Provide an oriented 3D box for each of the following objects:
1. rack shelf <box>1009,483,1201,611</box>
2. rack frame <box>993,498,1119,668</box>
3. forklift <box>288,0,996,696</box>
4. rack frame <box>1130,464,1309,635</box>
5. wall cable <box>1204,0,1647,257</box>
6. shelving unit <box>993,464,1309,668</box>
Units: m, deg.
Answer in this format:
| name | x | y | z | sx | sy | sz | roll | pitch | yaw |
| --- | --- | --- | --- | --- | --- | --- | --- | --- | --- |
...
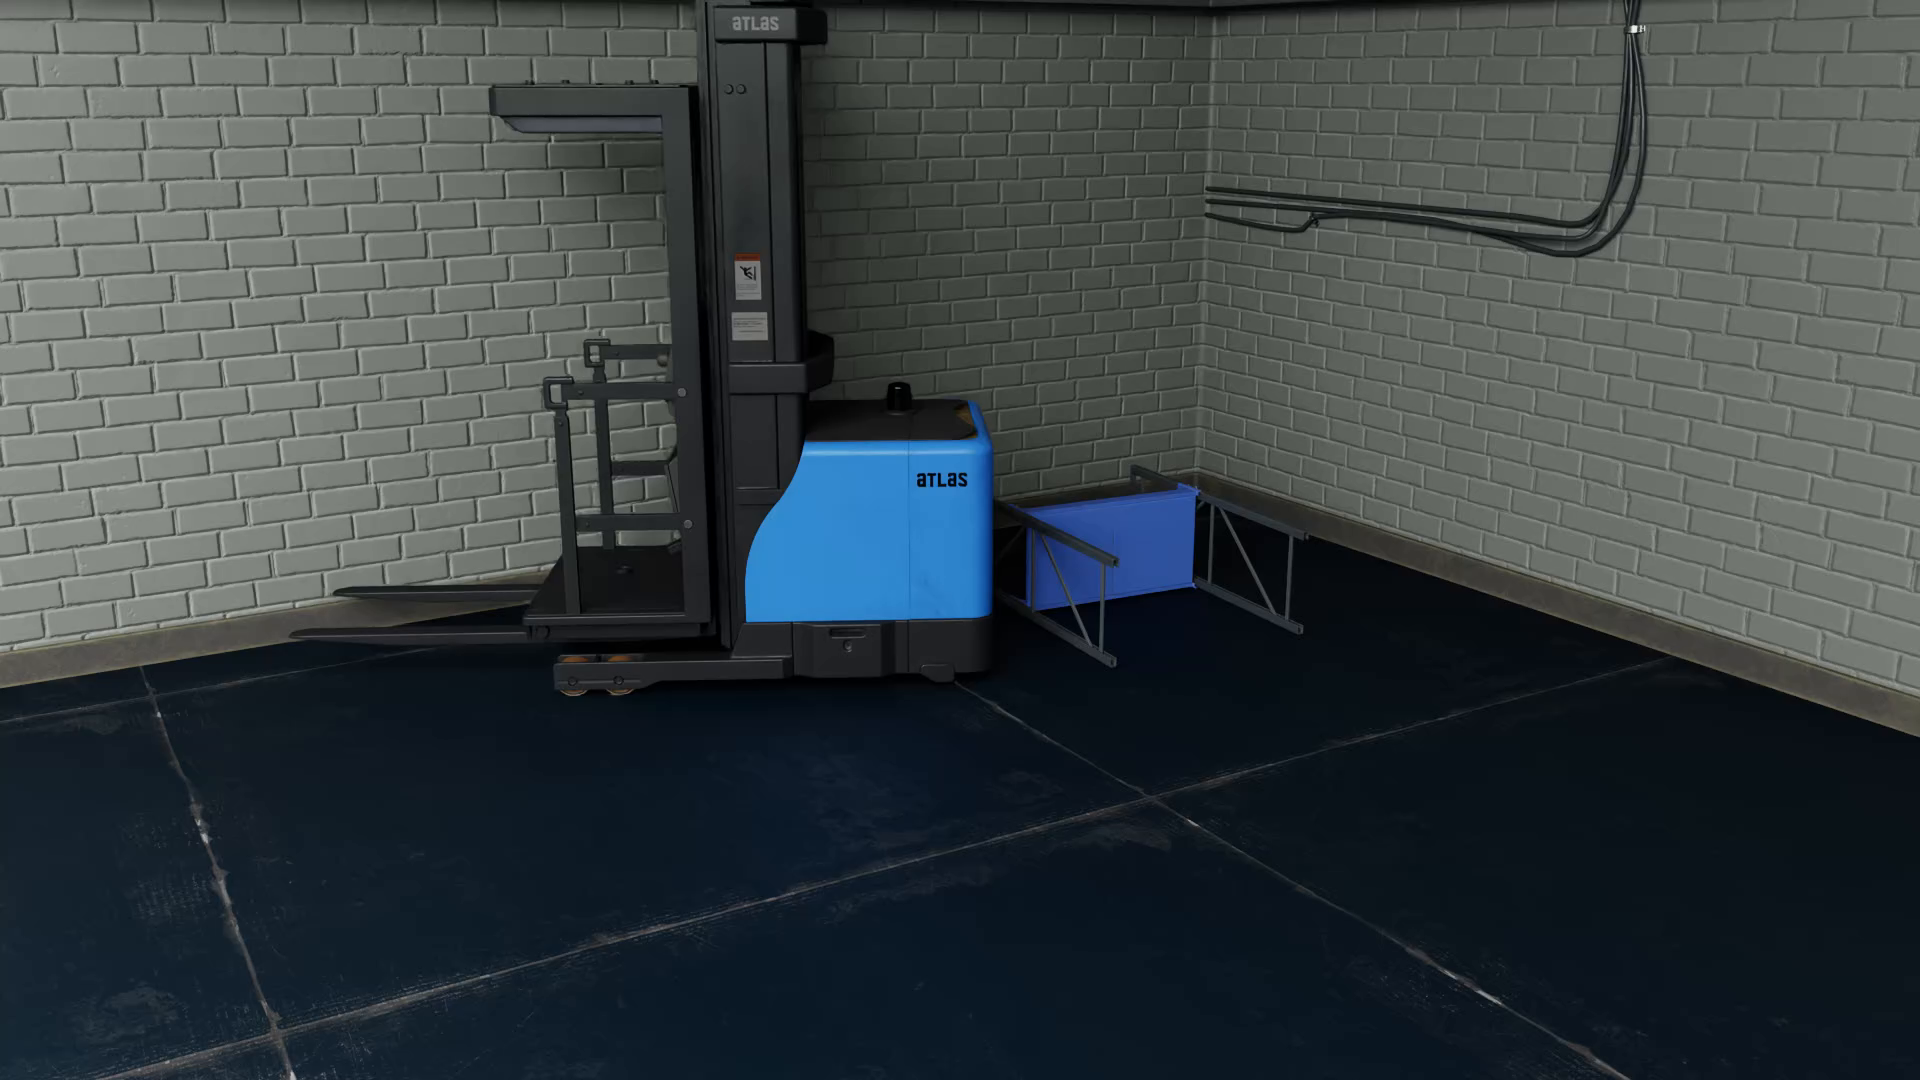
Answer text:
| name | x | y | z | sx | sy | sz | roll | pitch | yaw |
| --- | --- | --- | --- | --- | --- | --- | --- | --- | --- |
| rack shelf | 0.723 | 0.035 | 8.289 | 1.000 | 0.538 | 0.185 | -8 | 17 | -25 |
| rack frame | 0.346 | 0.139 | 7.918 | 0.032 | 0.500 | 1.500 | -8 | 17 | -25 |
| forklift | -1.382 | -0.895 | 7.174 | 3.031 | 2.935 | 1.130 | -1 | 16 | -3 |
| rack frame | 1.259 | 0.018 | 8.348 | 0.032 | 0.500 | 1.500 | -8 | 17 | -25 |
| wall cable | 2.188 | -2.770 | 8.371 | 0.112 | 2.526 | 3.097 | -9 | 18 | -30 |
| shelving unit | 0.803 | 0.078 | 8.133 | 1.048 | 0.538 | 1.500 | -8 | 17 | -25 |
